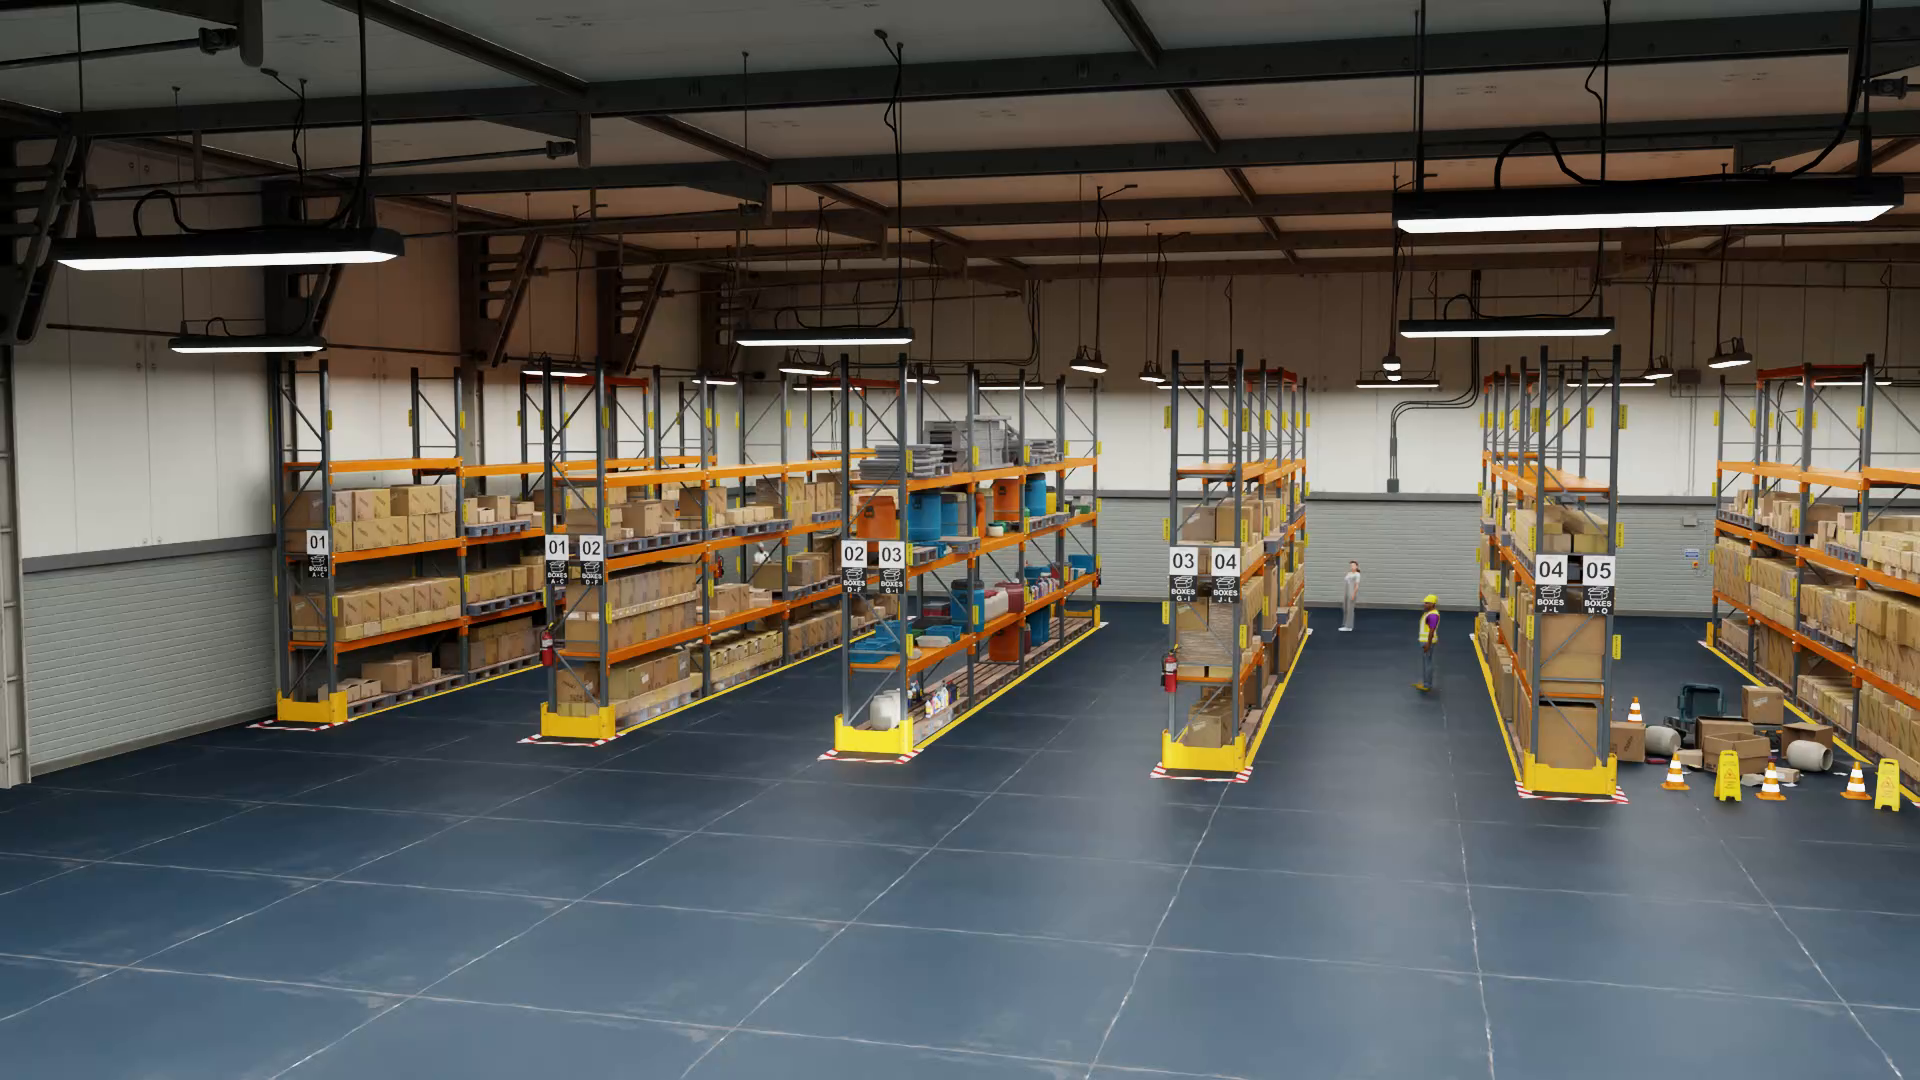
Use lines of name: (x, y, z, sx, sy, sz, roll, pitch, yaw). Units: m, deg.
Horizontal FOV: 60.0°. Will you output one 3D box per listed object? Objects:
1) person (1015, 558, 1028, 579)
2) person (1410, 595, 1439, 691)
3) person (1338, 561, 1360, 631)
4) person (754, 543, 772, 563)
person: (1.563, 1.290, 39.850, 0.602, 1.717, 0.587, -3, 5, -39)
person: (8.633, 1.899, 30.888, 0.537, 1.773, 0.580, 2, 4, 23)
person: (9.244, 1.343, 39.452, 0.508, 1.696, 0.512, -1, 4, -12)
person: (-5.351, 0.909, 45.471, 0.548, 1.698, 0.772, -1, 4, -15)
